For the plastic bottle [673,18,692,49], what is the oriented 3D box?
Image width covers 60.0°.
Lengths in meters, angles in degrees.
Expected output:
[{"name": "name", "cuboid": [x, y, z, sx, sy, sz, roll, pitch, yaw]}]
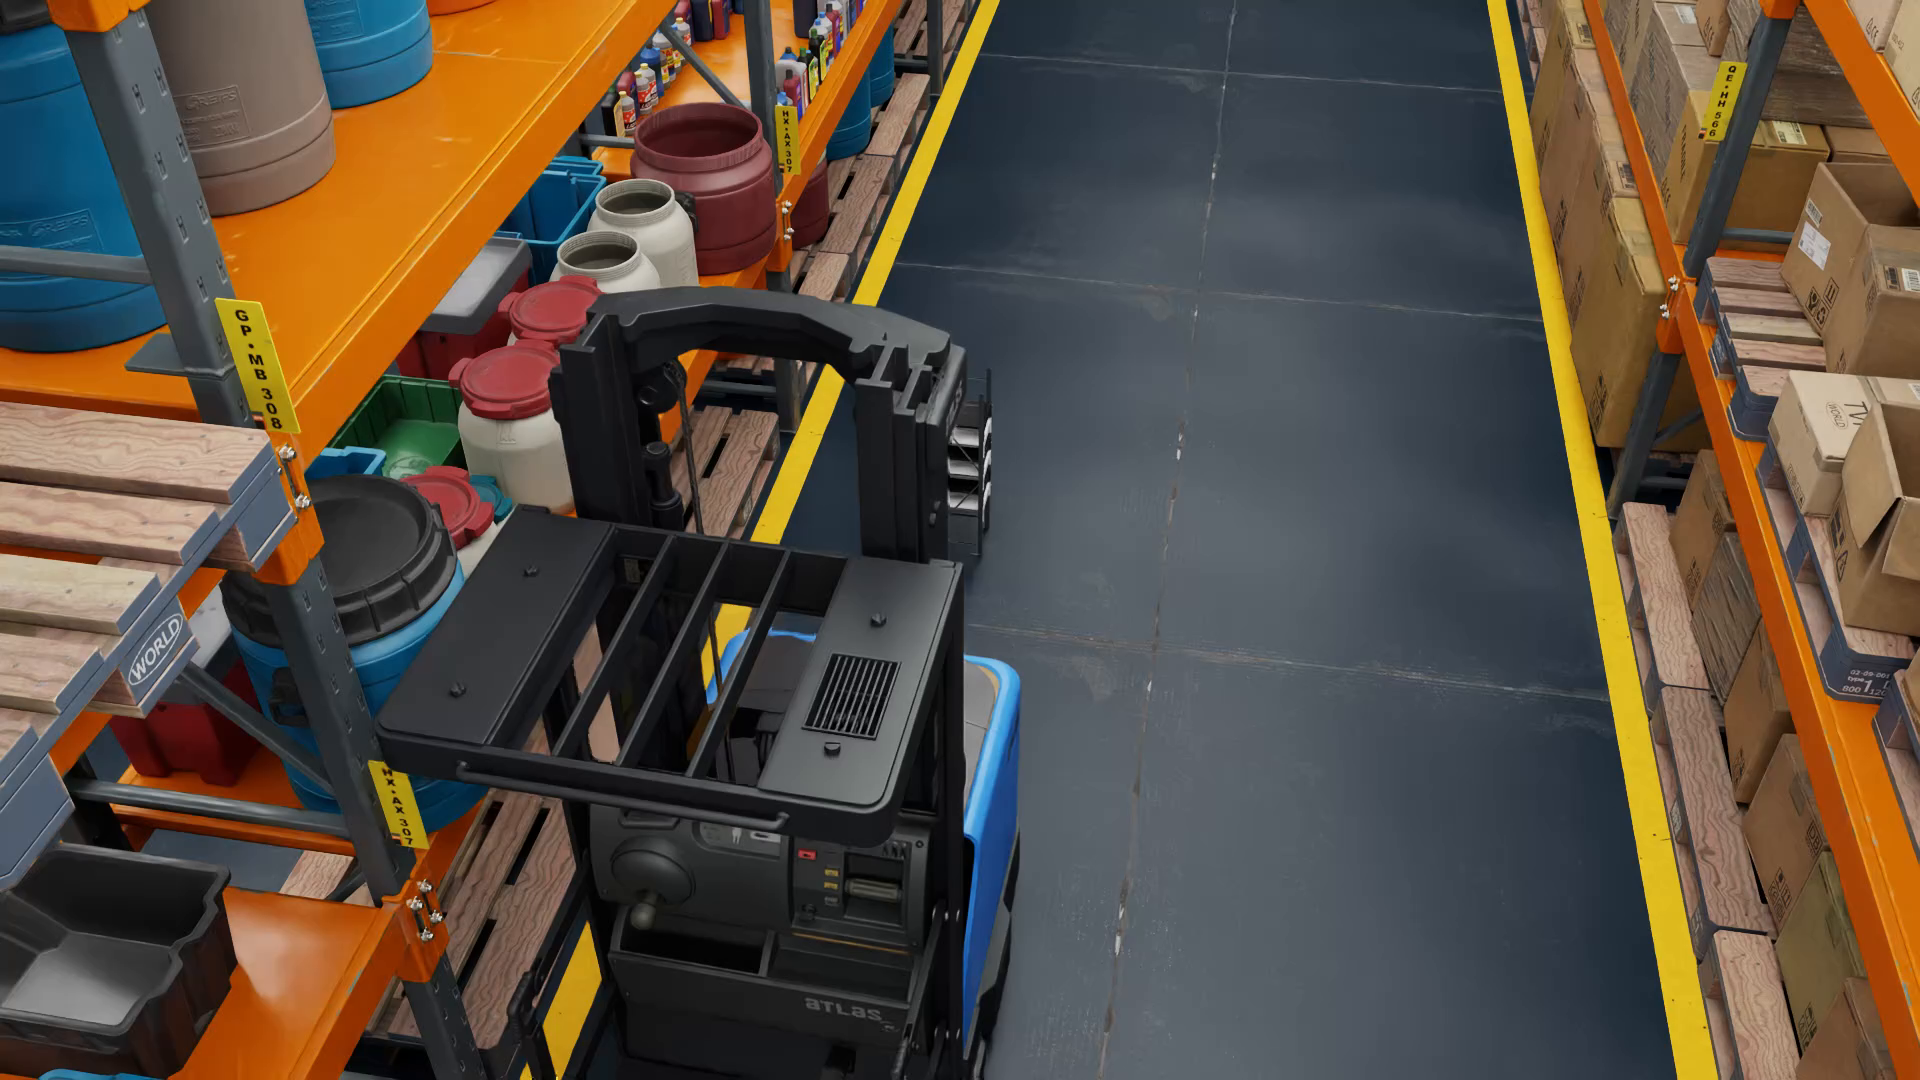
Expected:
[{"name": "plastic bottle", "cuboid": [-1.465, -2.645, 8.751, 0.097, 0.201, 0.097, 0, 40, 0]}]

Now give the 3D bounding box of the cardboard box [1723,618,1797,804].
[{"name": "cardboard box", "cuboid": [3.297, 0.691, 6.177, 0.700, 0.500, 0.500, 10, 41, 11]}]

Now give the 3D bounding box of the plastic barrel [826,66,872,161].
[{"name": "plastic barrel", "cuboid": [-0.852, -2.857, 10.169, 0.600, 0.901, 0.708, 6, 40, 8]}]

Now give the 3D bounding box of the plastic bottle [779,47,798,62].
[{"name": "plastic bottle", "cuboid": [-0.850, -2.331, 8.316, 0.097, 0.271, 0.097, 0, 40, 0]}]

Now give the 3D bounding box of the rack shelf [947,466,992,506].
[{"name": "rack shelf", "cuboid": [0.001, -0.257, 7.548, 0.258, 0.077, 0.200, 6, 40, 8]}]

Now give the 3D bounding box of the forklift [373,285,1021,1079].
[{"name": "forklift", "cuboid": [-0.583, 0.964, 4.284, 1.130, 2.935, 3.031, 7, 40, 9]}]

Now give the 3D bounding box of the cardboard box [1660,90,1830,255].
[{"name": "cardboard box", "cuboid": [3.409, -1.607, 7.261, 0.500, 0.500, 0.500, 8, 40, 9]}]

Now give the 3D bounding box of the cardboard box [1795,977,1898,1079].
[{"name": "cardboard box", "cuboid": [3.003, 1.690, 4.969, 0.700, 0.500, 0.500, 4, 40, 4]}]

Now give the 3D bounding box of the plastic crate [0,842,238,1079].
[{"name": "plastic crate", "cuboid": [-2.219, 1.071, 4.149, 0.767, 0.338, 0.504, 6, 40, 8]}]

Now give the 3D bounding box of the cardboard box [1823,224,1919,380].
[{"name": "cardboard box", "cuboid": [3.515, -0.727, 5.868, 0.700, 0.500, 0.500, 12, 41, 14]}]

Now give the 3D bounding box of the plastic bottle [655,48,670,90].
[{"name": "plastic bottle", "cuboid": [-1.532, -2.401, 8.455, 0.097, 0.201, 0.097, 0, 40, 0]}]

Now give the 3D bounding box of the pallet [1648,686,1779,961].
[{"name": "pallet", "cuboid": [3.217, 1.097, 6.258, 1.003, 0.211, 1.213, 6, 40, 8]}]

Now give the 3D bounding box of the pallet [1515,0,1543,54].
[{"name": "pallet", "cuboid": [4.677, -3.904, 12.306, 1.003, 0.211, 1.213, 6, 40, 8]}]

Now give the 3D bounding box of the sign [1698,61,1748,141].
[{"name": "sign", "cuboid": [3.020, -1.737, 6.588, 0.100, 0.325, 0.005, 6, 40, 8]}]

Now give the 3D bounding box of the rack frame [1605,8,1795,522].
[{"name": "rack frame", "cuboid": [3.568, -1.232, 6.886, 1.000, 3.000, 0.127, 6, 40, 8]}]

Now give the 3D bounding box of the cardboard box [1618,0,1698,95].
[{"name": "cardboard box", "cuboid": [3.677, -2.565, 8.420, 0.500, 0.500, 0.500, 7, 40, 9]}]

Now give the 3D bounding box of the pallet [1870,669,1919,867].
[{"name": "pallet", "cuboid": [3.151, 0.889, 4.471, 1.003, 0.211, 1.213, 6, 40, 8]}]

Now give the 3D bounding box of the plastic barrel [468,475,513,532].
[{"name": "plastic barrel", "cuboid": [-1.623, -0.028, 5.538, 0.301, 0.262, 0.301, 0, 40, 0]}]

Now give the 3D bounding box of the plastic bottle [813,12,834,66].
[{"name": "plastic bottle", "cuboid": [-0.710, -2.614, 8.658, 0.097, 0.271, 0.097, 0, 40, 0]}]

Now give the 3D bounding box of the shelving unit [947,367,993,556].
[{"name": "shelving unit", "cuboid": [0.001, -0.352, 7.469, 0.258, 0.900, 0.210, 6, 40, 8]}]

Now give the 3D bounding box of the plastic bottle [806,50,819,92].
[{"name": "plastic bottle", "cuboid": [-0.767, -2.381, 8.432, 0.097, 0.201, 0.097, 0, 40, 0]}]

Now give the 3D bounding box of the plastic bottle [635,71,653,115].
[{"name": "plastic bottle", "cuboid": [-1.583, -2.217, 8.234, 0.097, 0.201, 0.097, 0, 40, 0]}]

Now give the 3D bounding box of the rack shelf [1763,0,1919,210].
[{"name": "rack shelf", "cuboid": [3.221, -0.855, 4.641, 1.077, 0.370, 4.000, 6, 40, 8]}]

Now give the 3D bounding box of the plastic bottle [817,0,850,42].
[{"name": "plastic bottle", "cuboid": [-0.677, -2.836, 8.924, 0.152, 0.276, 0.135, 6, 40, 8]}]

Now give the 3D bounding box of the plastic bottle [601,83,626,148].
[{"name": "plastic bottle", "cuboid": [-1.661, -2.034, 7.947, 0.061, 0.283, 0.133, 6, 40, 8]}]

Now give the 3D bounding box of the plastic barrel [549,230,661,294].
[{"name": "plastic barrel", "cuboid": [-1.351, -0.887, 6.381, 0.421, 0.512, 0.421, 0, 40, 0]}]

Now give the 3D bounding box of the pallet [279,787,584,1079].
[{"name": "pallet", "cuboid": [-1.905, 1.310, 6.000, 1.003, 0.211, 1.213, 6, 40, 8]}]

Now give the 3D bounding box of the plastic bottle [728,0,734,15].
[{"name": "plastic bottle", "cuboid": [-1.339, -3.072, 9.150, 0.144, 0.351, 0.185, 6, 40, 8]}]

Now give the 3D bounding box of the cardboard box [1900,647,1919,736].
[{"name": "cardboard box", "cuboid": [3.151, 0.403, 4.109, 1.000, 1.000, 1.000, 7, 40, 8]}]

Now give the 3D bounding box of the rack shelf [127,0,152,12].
[{"name": "rack shelf", "cuboid": [-1.657, -2.403, 4.473, 1.077, 0.370, 4.000, 6, 40, 8]}]

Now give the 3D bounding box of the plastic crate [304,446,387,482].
[{"name": "plastic crate", "cuboid": [-2.118, 0.012, 5.394, 0.392, 0.384, 0.575, 6, 40, 8]}]

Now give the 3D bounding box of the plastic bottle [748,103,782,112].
[{"name": "plastic bottle", "cuboid": [-0.917, -1.966, 7.871, 0.152, 0.276, 0.135, 6, 40, 8]}]

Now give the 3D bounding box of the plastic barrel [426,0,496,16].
[{"name": "plastic barrel", "cuboid": [-1.780, -2.197, 5.363, 0.600, 0.830, 0.708, 6, 40, 8]}]

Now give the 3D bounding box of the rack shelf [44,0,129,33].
[{"name": "rack shelf", "cuboid": [-2.349, 0.107, 1.437, 1.077, 0.370, 4.000, 6, 40, 8]}]

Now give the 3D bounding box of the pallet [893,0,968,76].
[{"name": "pallet", "cuboid": [-0.529, -3.679, 12.034, 1.003, 0.211, 1.213, 6, 40, 8]}]

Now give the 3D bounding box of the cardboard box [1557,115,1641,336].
[{"name": "cardboard box", "cuboid": [3.869, -1.564, 8.625, 1.225, 0.875, 0.875, 7, 40, 8]}]

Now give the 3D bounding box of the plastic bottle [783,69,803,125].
[{"name": "plastic bottle", "cuboid": [-0.816, -2.170, 8.112, 0.061, 0.283, 0.133, 6, 40, 8]}]

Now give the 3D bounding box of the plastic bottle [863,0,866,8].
[{"name": "plastic bottle", "cuboid": [-0.575, -3.077, 9.273, 0.097, 0.201, 0.097, 0, 40, 0]}]

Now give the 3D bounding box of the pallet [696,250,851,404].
[{"name": "pallet", "cuboid": [-1.215, -1.202, 9.039, 1.003, 0.211, 1.213, 6, 40, 8]}]

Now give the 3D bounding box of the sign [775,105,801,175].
[{"name": "sign", "cuboid": [-0.768, -1.784, 7.426, 0.100, 0.325, 0.005, 6, 40, 8]}]

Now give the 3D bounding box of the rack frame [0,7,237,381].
[{"name": "rack frame", "cuboid": [-2.003, -1.579, 2.598, 1.000, 3.000, 0.127, 6, 40, 8]}]

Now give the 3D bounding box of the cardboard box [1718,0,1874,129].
[{"name": "cardboard box", "cuboid": [3.710, -2.114, 7.087, 0.797, 0.503, 0.637, 8, 40, 9]}]

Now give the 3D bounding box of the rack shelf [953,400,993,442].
[{"name": "rack shelf", "cuboid": [0.001, -0.534, 7.319, 0.258, 0.077, 0.200, 6, 40, 8]}]

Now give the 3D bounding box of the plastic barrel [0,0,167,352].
[{"name": "plastic barrel", "cuboid": [-2.129, -0.960, 3.809, 0.600, 0.901, 0.708, 6, 40, 8]}]

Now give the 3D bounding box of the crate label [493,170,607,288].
[{"name": "crate label", "cuboid": [-1.749, -1.198, 6.817, 0.502, 0.435, 0.616, 6, 40, 8]}]

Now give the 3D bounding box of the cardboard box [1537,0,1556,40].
[{"name": "cardboard box", "cuboid": [4.608, -4.055, 11.639, 0.875, 0.875, 0.875, 6, 40, 8]}]
